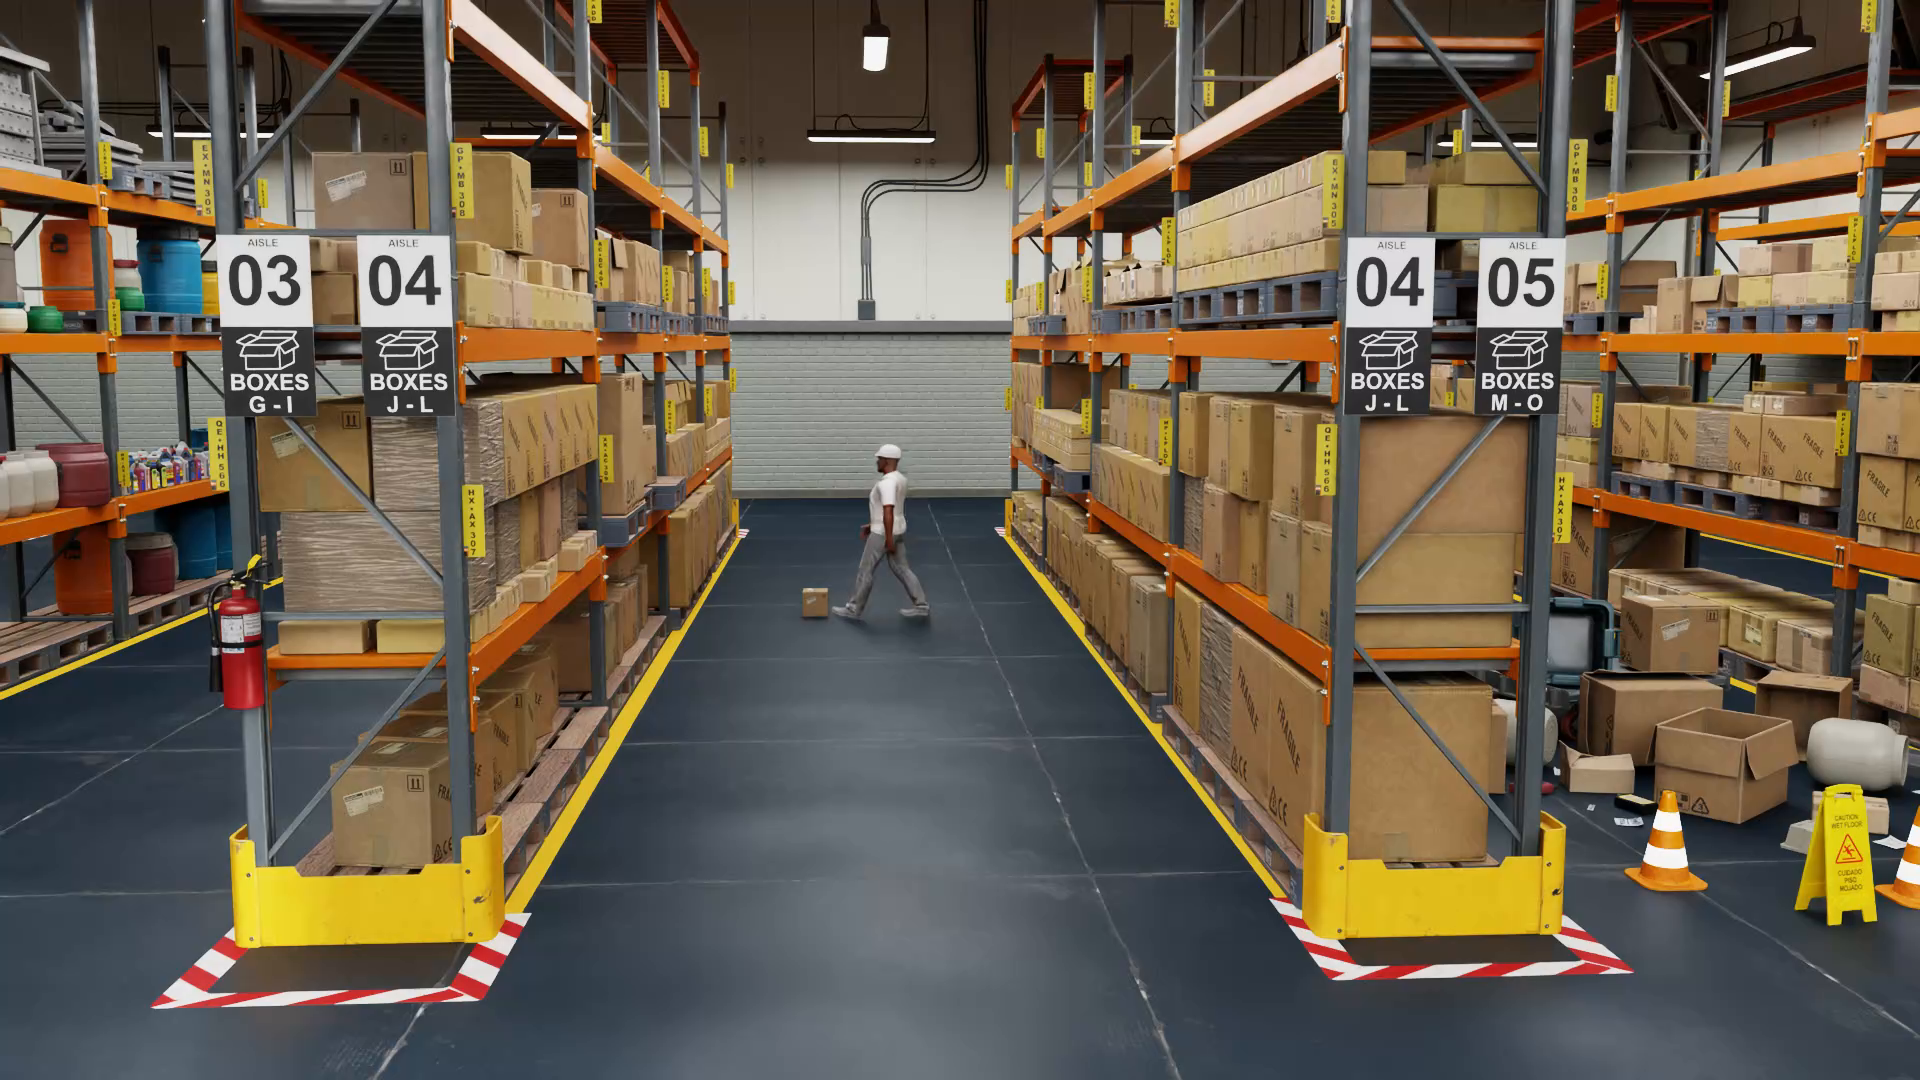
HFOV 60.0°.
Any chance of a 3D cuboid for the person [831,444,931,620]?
[{"bbox_3d":[-0.768,-0.079,16.382,0.980,1.725,0.585,2,7,18],"label":"person"}]
